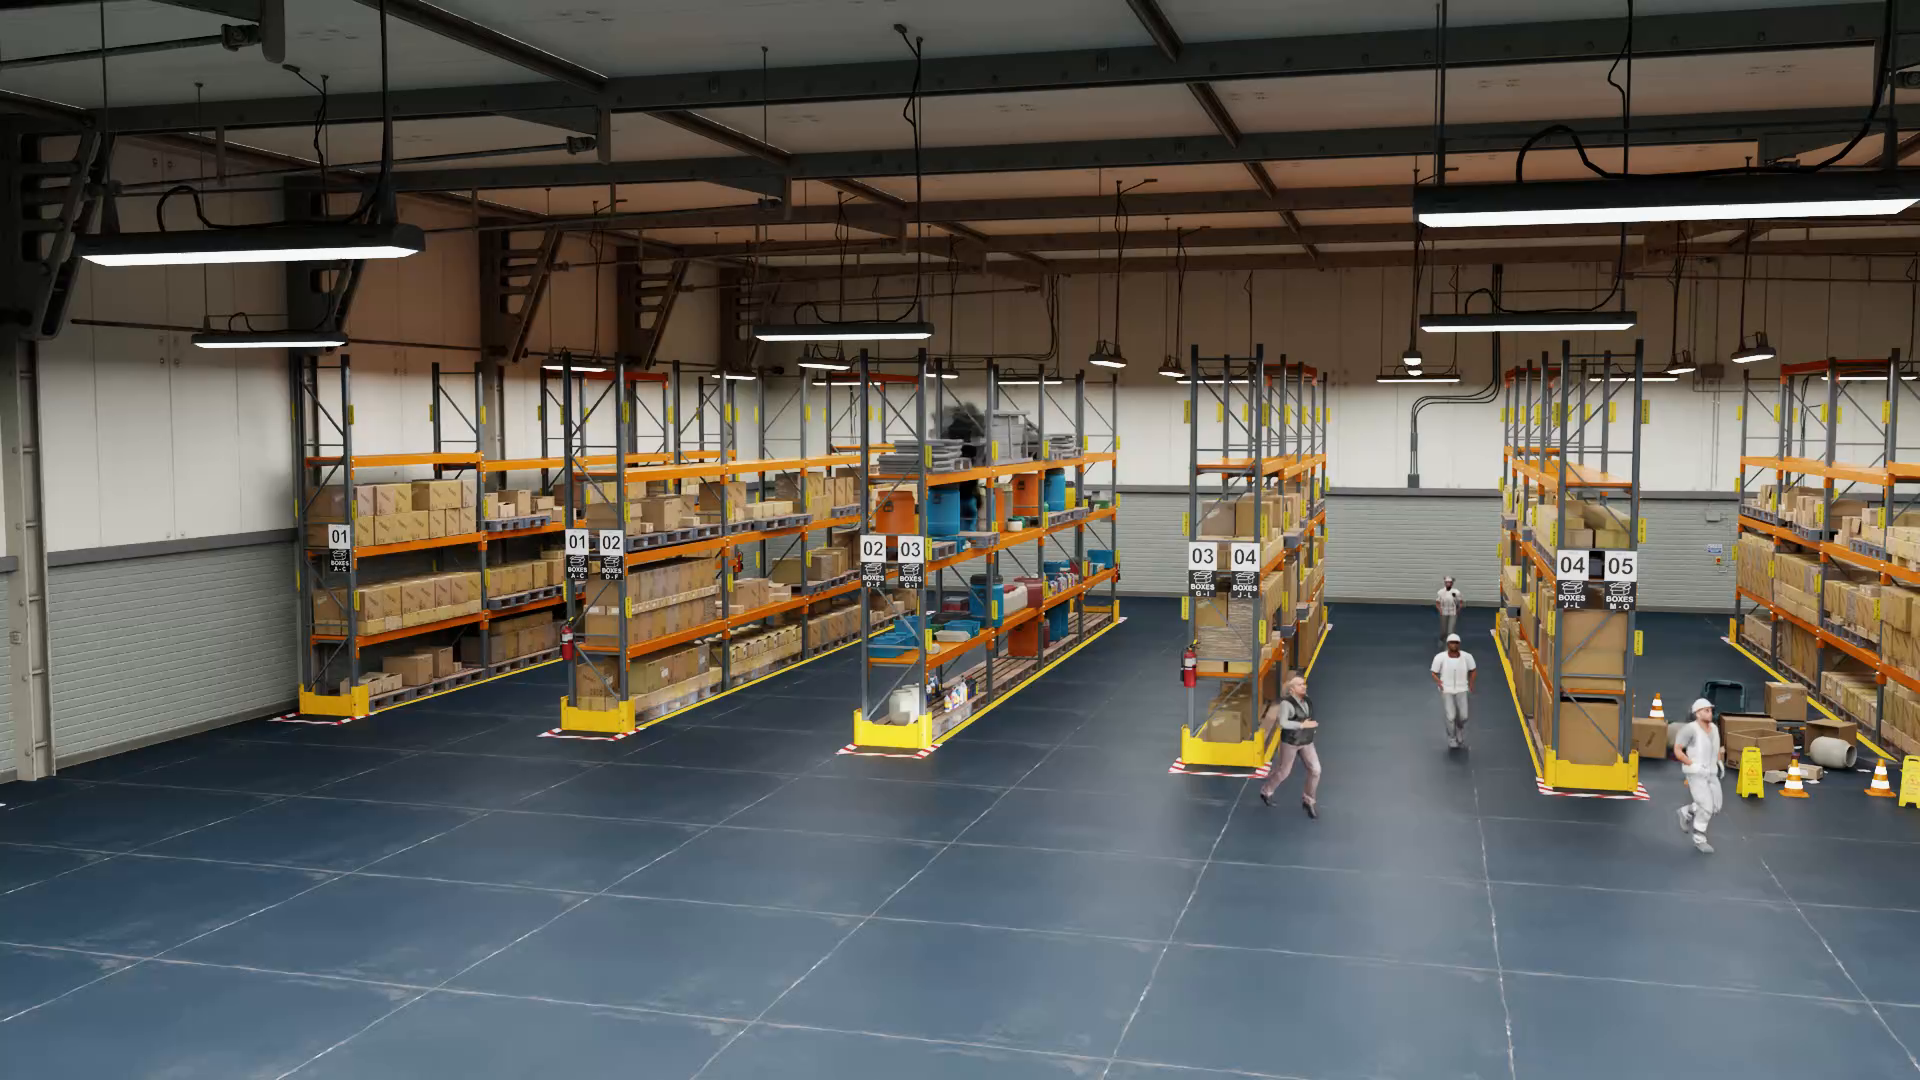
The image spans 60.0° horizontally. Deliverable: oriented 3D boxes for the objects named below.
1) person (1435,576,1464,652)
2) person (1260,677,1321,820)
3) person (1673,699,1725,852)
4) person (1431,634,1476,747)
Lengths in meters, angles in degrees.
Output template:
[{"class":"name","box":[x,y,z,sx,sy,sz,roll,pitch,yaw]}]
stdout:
[{"class":"person","box":[10.244,1.574,34.807,0.581,1.686,0.658,1,4,17]},{"class":"person","box":[4.198,2.584,20.863,0.663,1.771,0.901,-2,5,-30]},{"class":"person","box":[8.529,2.692,19.254,0.686,1.748,0.633,-2,5,-24]},{"class":"person","box":[7.413,2.266,24.932,0.674,1.721,0.569,1,4,10]}]
